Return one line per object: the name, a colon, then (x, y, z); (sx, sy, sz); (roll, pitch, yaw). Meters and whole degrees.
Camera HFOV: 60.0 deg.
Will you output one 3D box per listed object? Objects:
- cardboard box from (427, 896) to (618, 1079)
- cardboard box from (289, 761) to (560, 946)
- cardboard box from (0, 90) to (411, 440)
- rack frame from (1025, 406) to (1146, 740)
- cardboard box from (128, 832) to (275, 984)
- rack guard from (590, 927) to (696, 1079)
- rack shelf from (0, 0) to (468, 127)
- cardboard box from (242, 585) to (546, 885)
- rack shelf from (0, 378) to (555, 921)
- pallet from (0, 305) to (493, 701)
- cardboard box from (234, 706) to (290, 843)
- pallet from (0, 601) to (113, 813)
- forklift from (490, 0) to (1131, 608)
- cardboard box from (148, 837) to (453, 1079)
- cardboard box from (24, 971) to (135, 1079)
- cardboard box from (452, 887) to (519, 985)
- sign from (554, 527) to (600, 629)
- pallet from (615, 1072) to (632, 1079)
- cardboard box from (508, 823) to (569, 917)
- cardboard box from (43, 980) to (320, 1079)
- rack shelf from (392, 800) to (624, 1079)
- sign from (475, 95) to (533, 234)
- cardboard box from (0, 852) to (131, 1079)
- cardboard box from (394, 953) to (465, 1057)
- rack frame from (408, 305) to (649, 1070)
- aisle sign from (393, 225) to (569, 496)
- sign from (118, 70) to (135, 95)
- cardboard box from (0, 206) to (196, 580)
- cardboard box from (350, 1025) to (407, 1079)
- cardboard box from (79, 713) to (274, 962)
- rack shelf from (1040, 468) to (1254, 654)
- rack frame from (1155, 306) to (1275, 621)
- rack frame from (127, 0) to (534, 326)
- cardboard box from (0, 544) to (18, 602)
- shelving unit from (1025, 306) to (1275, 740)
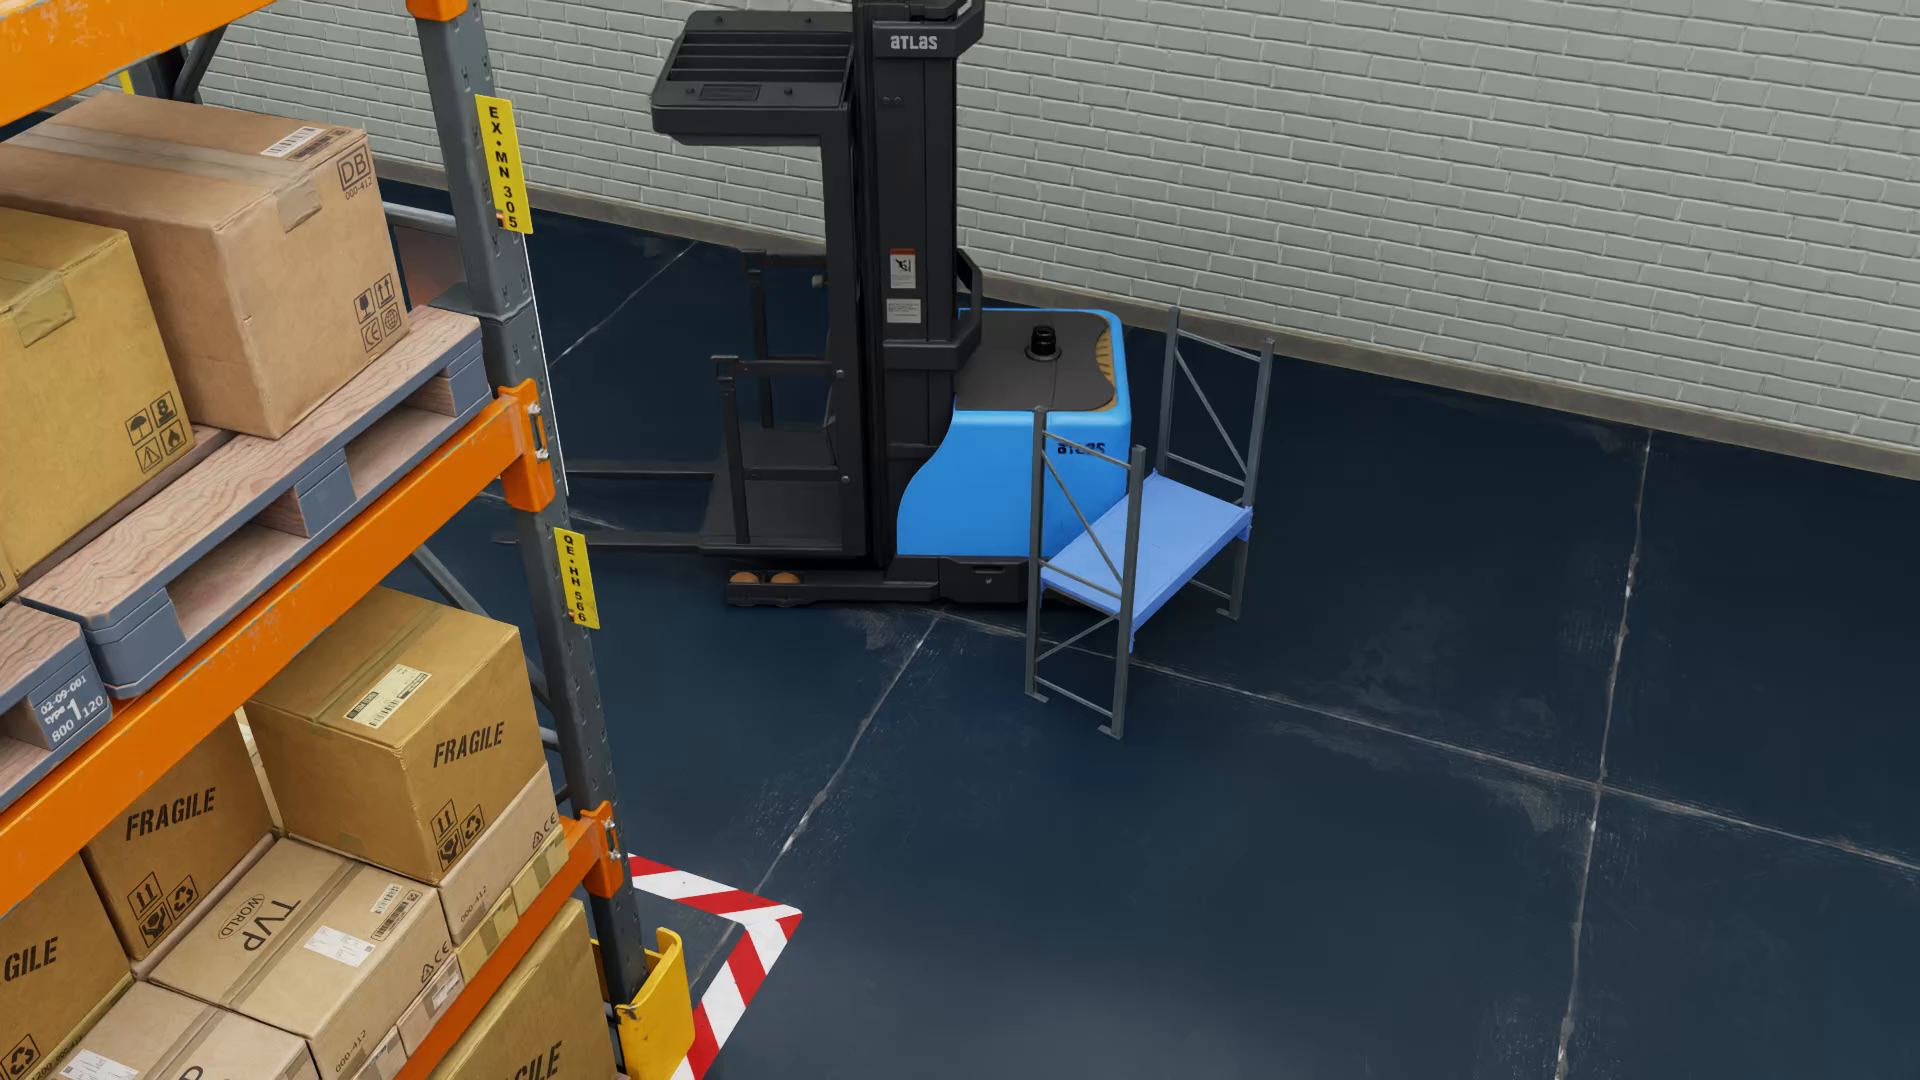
cardboard box: (-1.714, 1.589, 5.144); (0.875, 0.875, 0.875); (14, 39, 18)
cardboard box: (-1.484, 0.804, 4.648); (0.500, 0.250, 0.500); (13, 39, 17)
cardboard box: (-1.693, -0.616, 3.647); (0.700, 0.500, 0.500); (12, 38, 15)
rack frame: (0.498, 0.168, 6.874); (0.500, 1.500, 0.032); (24, 43, 29)
cardboard box: (-2.169, 0.968, 4.427); (0.500, 0.250, 0.500); (13, 39, 17)
rack guard: (-1.535, 1.522, 5.898); (1.175, 0.500, 0.348); (14, 39, 18)
rack shelf: (-2.306, -0.313, 2.189); (1.077, 0.370, 4.000); (14, 39, 18)
cardboard box: (-1.487, 0.504, 4.422); (0.500, 0.500, 0.500); (14, 39, 18)
rack shelf: (-2.306, 0.728, 2.968); (1.077, 0.370, 4.000); (14, 39, 18)
pallet: (-1.817, -0.219, 3.708); (1.003, 0.211, 1.213); (14, 39, 18)
cardboard box: (-1.977, 0.679, 4.814); (0.500, 0.250, 0.500); (13, 39, 17)
pallet: (-2.280, 0.459, 2.801); (1.003, 0.211, 1.213); (14, 39, 18)
forklift: (-0.733, -1.169, 7.467); (3.031, 2.935, 1.130); (1, 37, 1)
cardboard box: (-1.677, 1.084, 4.272); (0.500, 0.250, 0.500); (13, 39, 17)
cardboard box: (-2.363, 1.246, 4.056); (0.500, 0.250, 0.500); (13, 39, 16)
cardboard box: (-1.473, 1.051, 4.650); (0.380, 0.149, 0.250); (14, 39, 18)
sign: (-1.048, 0.107, 4.539); (0.100, 0.325, 0.005); (14, 39, 18)
pallet: (-1.776, 2.111, 5.351); (1.003, 0.211, 1.213); (14, 39, 18)
cardboard box: (-1.376, 0.907, 4.843); (0.380, 0.149, 0.250); (15, 39, 19)
cardboard box: (-1.870, 1.366, 3.895); (0.500, 0.250, 0.500); (13, 39, 16)
rack shelf: (-2.306, 1.929, 3.866); (1.077, 0.370, 4.000); (14, 39, 18)
sign: (-1.048, -0.859, 3.817); (0.100, 0.325, 0.005); (14, 39, 18)
cardboard box: (-2.359, 0.944, 3.834); (0.500, 0.500, 0.500); (13, 39, 17)
cardboard box: (-1.570, 1.190, 4.463); (0.380, 0.149, 0.250); (14, 39, 18)
rack frame: (-1.545, 0.534, 5.132); (1.000, 3.000, 0.127); (14, 39, 18)
aisle sign: (-1.240, -0.479, 4.315); (0.394, 0.787, 0.004); (14, 39, 18)
sign: (-2.056, -1.179, 4.122); (0.100, 0.325, 0.005); (14, 39, 18)
cardboard box: (-2.018, -0.332, 3.267); (0.700, 0.500, 0.500); (12, 39, 16)
cardboard box: (-1.666, 1.328, 4.279); (0.380, 0.149, 0.250); (15, 39, 19)
cardboard box: (-2.167, 0.656, 4.220); (0.500, 0.500, 0.500); (13, 39, 17)
rack shelf: (0.805, 0.069, 7.306); (0.538, 0.185, 1.000); (24, 43, 29)
rack frame: (1.112, -0.317, 7.523); (0.500, 1.500, 0.032); (24, 43, 29)
rack frame: (-1.545, -1.869, 3.336); (1.000, 3.000, 0.127); (14, 39, 18)
cardboard box: (-2.170, -0.034, 2.869); (0.700, 0.500, 0.500); (11, 38, 15)
shelving unit: (0.805, -0.075, 7.199); (0.538, 1.500, 1.048); (24, 43, 29)
